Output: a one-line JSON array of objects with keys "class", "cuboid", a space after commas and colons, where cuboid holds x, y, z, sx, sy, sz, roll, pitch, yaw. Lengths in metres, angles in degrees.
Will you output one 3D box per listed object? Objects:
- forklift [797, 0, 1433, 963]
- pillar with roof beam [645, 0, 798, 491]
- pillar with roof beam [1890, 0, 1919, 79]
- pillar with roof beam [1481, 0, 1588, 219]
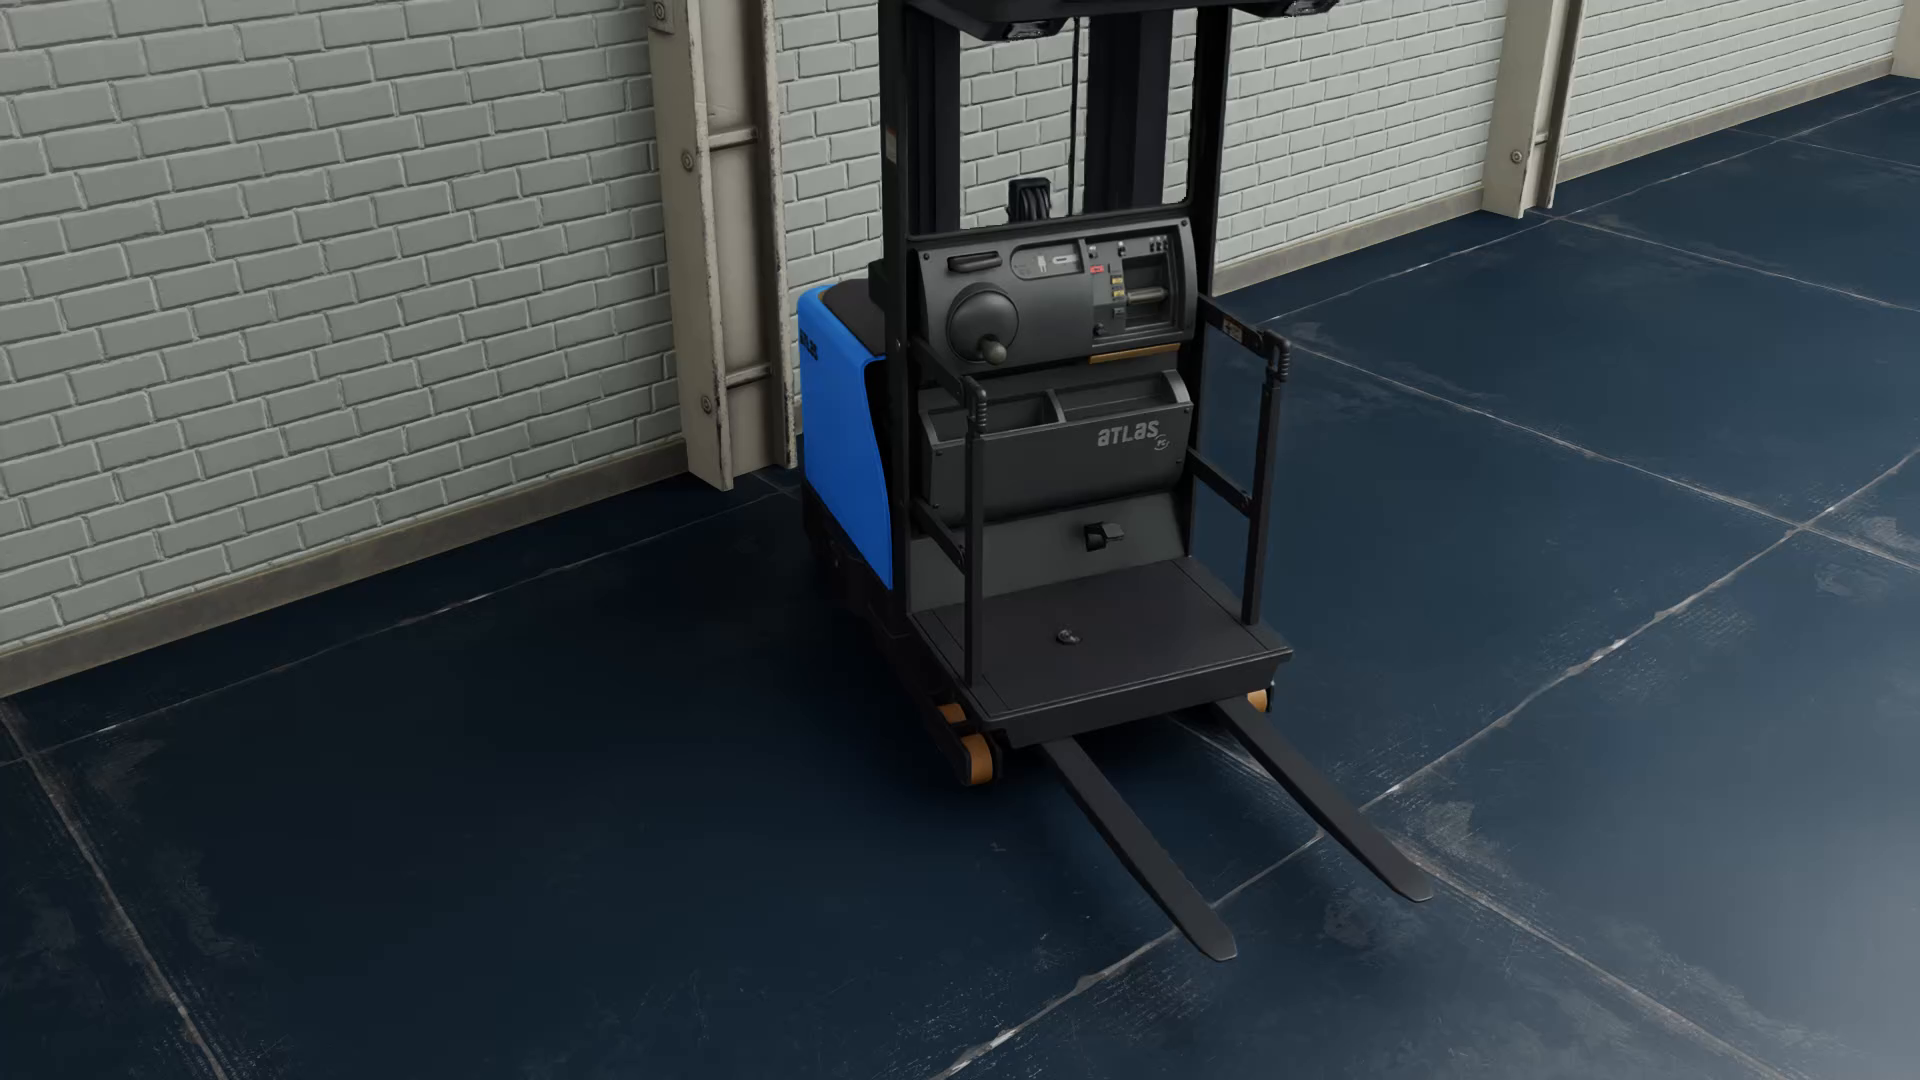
[{"class": "forklift", "cuboid": [0.398, -0.736, 5.018, 1.130, 2.935, 3.031, -11, 30, -19]}, {"class": "pillar with roof beam", "cuboid": [1.828, -2.748, 2.345, 0.400, 9.000, 9.100, -22, 35, -35]}, {"class": "pillar with roof beam", "cuboid": [10.957, -6.419, 9.214, 0.400, 9.000, 9.100, -22, 35, -35]}, {"class": "pillar with roof beam", "cuboid": [6.393, -4.584, 5.779, 0.400, 9.000, 9.100, -22, 35, -35]}]
